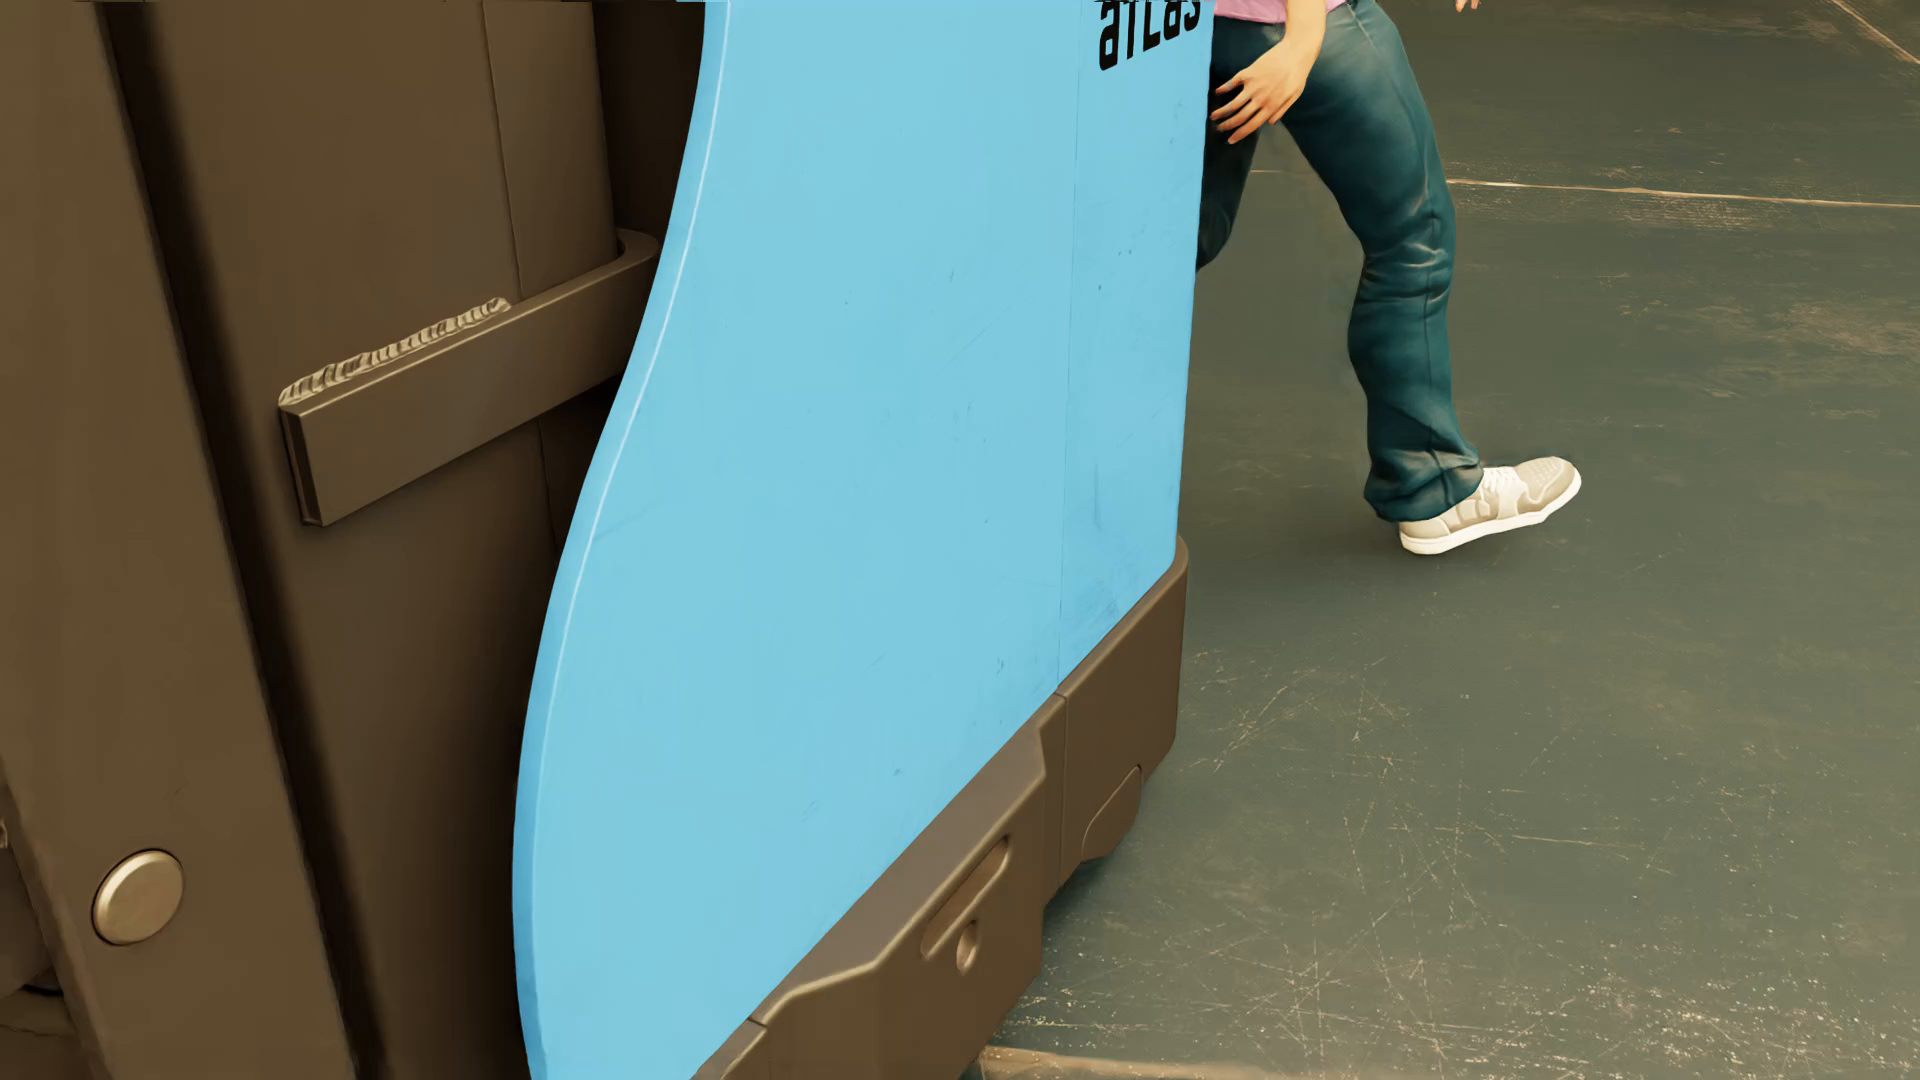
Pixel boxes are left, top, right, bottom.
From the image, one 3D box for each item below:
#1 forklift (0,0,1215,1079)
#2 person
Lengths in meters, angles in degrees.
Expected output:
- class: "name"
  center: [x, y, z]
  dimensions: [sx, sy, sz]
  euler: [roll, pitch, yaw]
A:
- class: "forklift"
  center: [-0.923, -0.512, 0.400]
  dimensions: [1.130, 2.935, 3.031]
  euler: [16, 33, 26]
- class: "person"
  center: [0.467, -0.688, 2.121]
  dimensions: [0.835, 1.540, 0.525]
  euler: [-5, 29, -9]
